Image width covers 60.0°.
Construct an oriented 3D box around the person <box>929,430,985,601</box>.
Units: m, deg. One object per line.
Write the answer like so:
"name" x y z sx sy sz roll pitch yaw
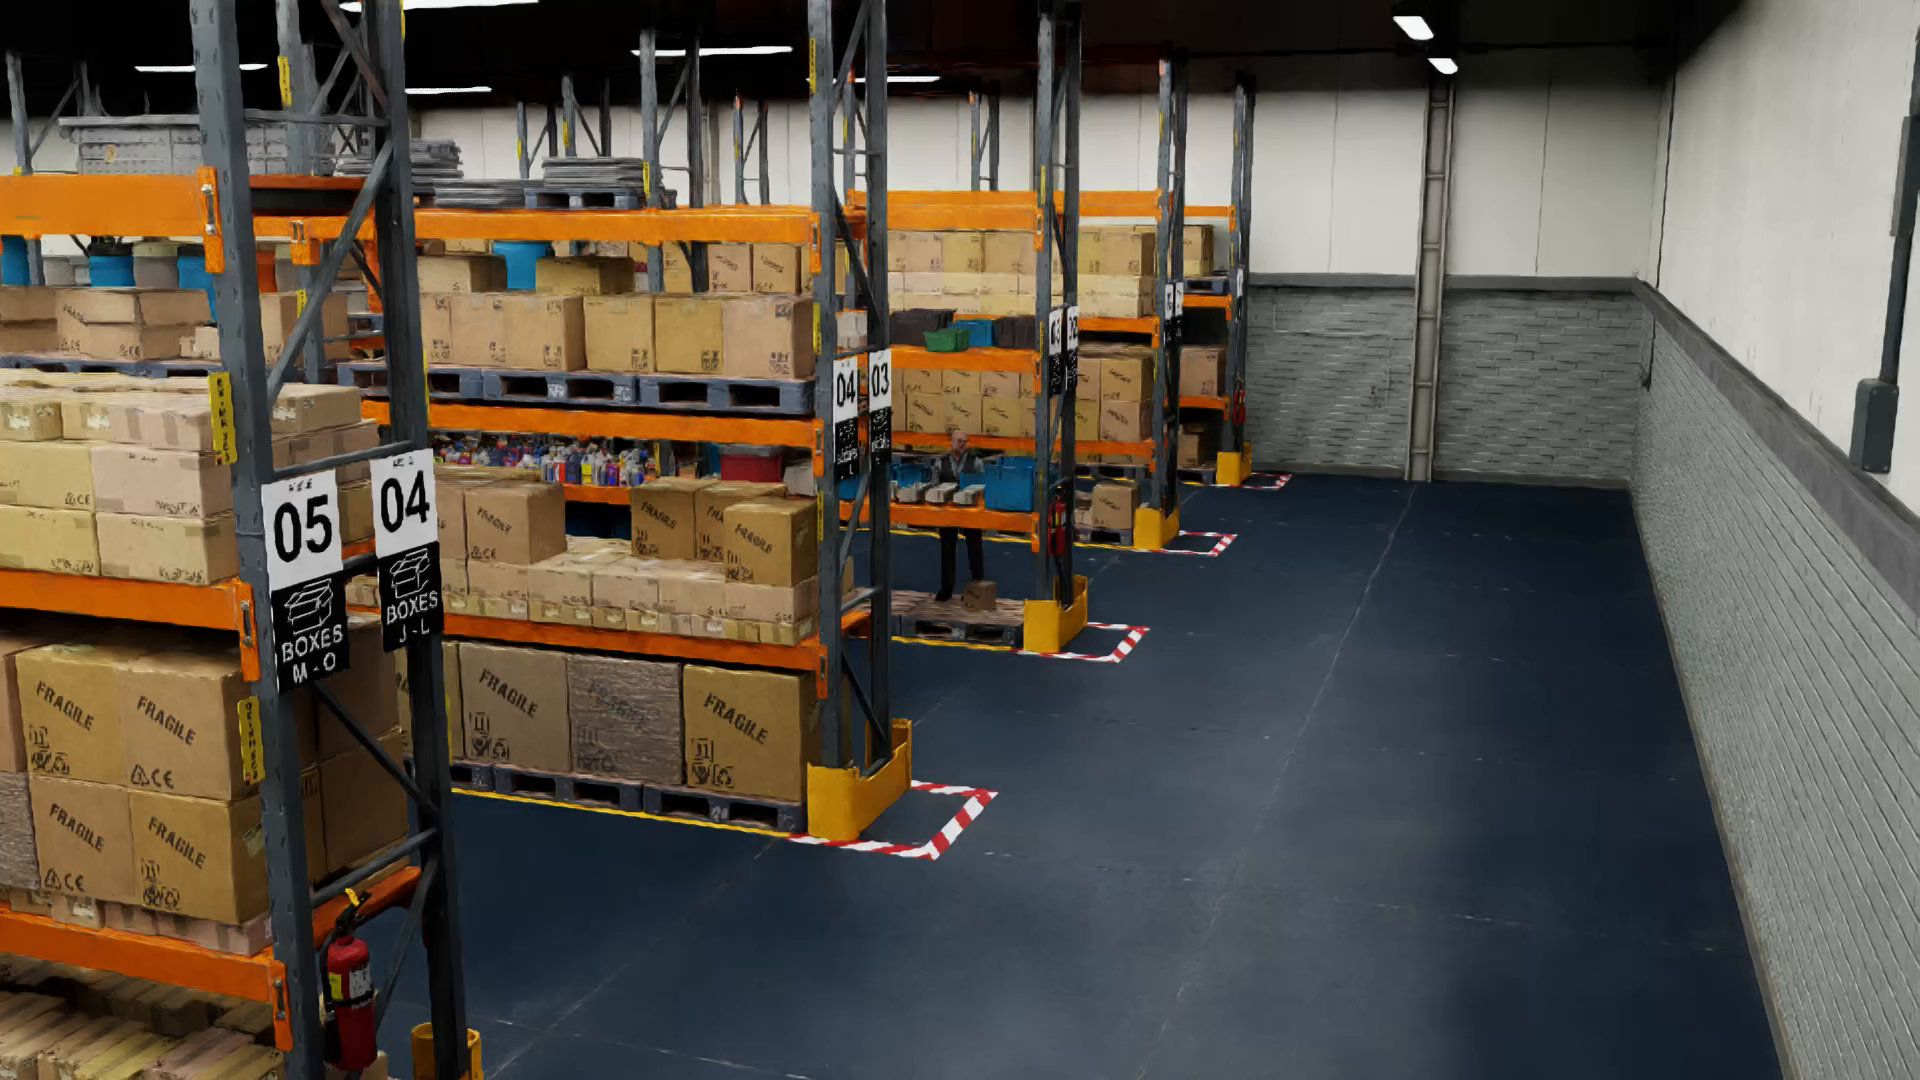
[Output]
"person" -0.017 -0.238 16.683 0.620 1.726 0.490 1 12 7
